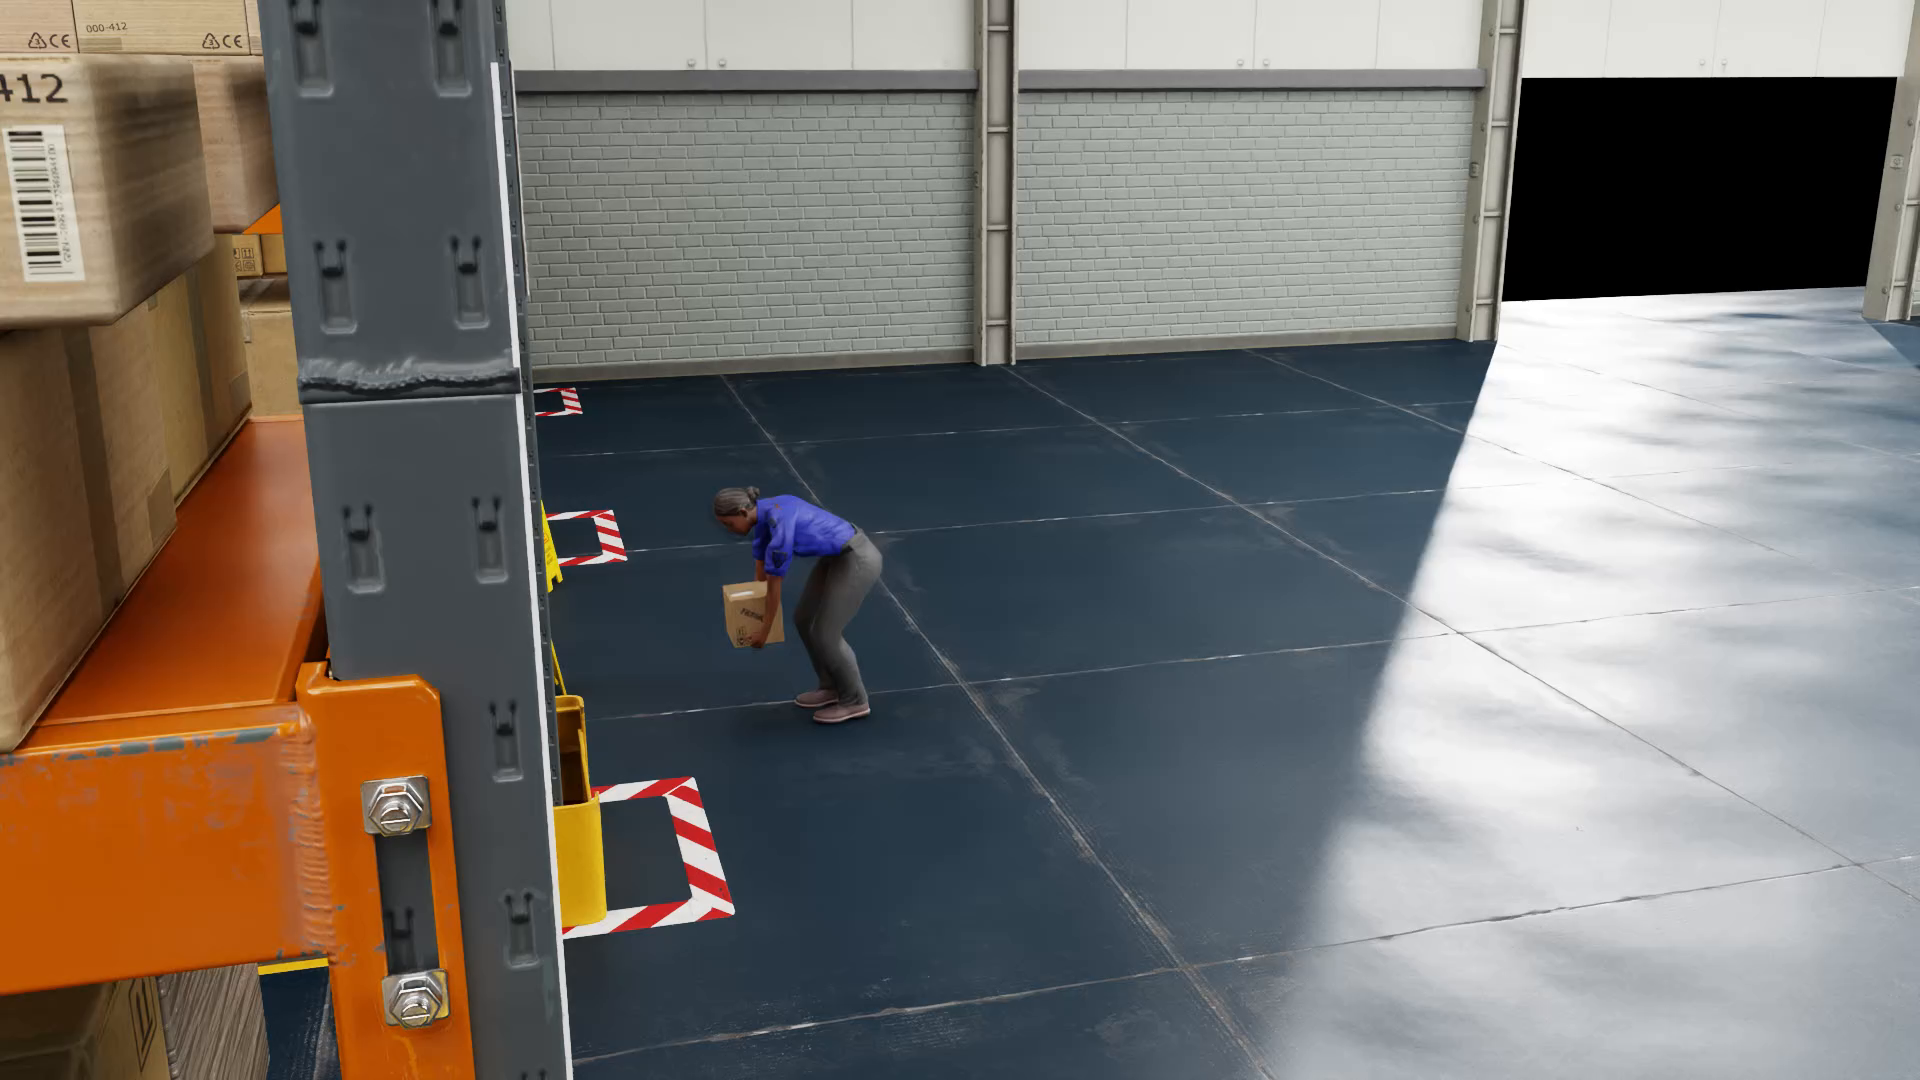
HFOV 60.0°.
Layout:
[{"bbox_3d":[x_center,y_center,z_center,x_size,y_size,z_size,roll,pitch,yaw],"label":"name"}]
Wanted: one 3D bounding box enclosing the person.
[{"bbox_3d":[-0.705,0.329,8.333,0.625,1.148,0.422,-5,17,-17],"label":"person"}]
